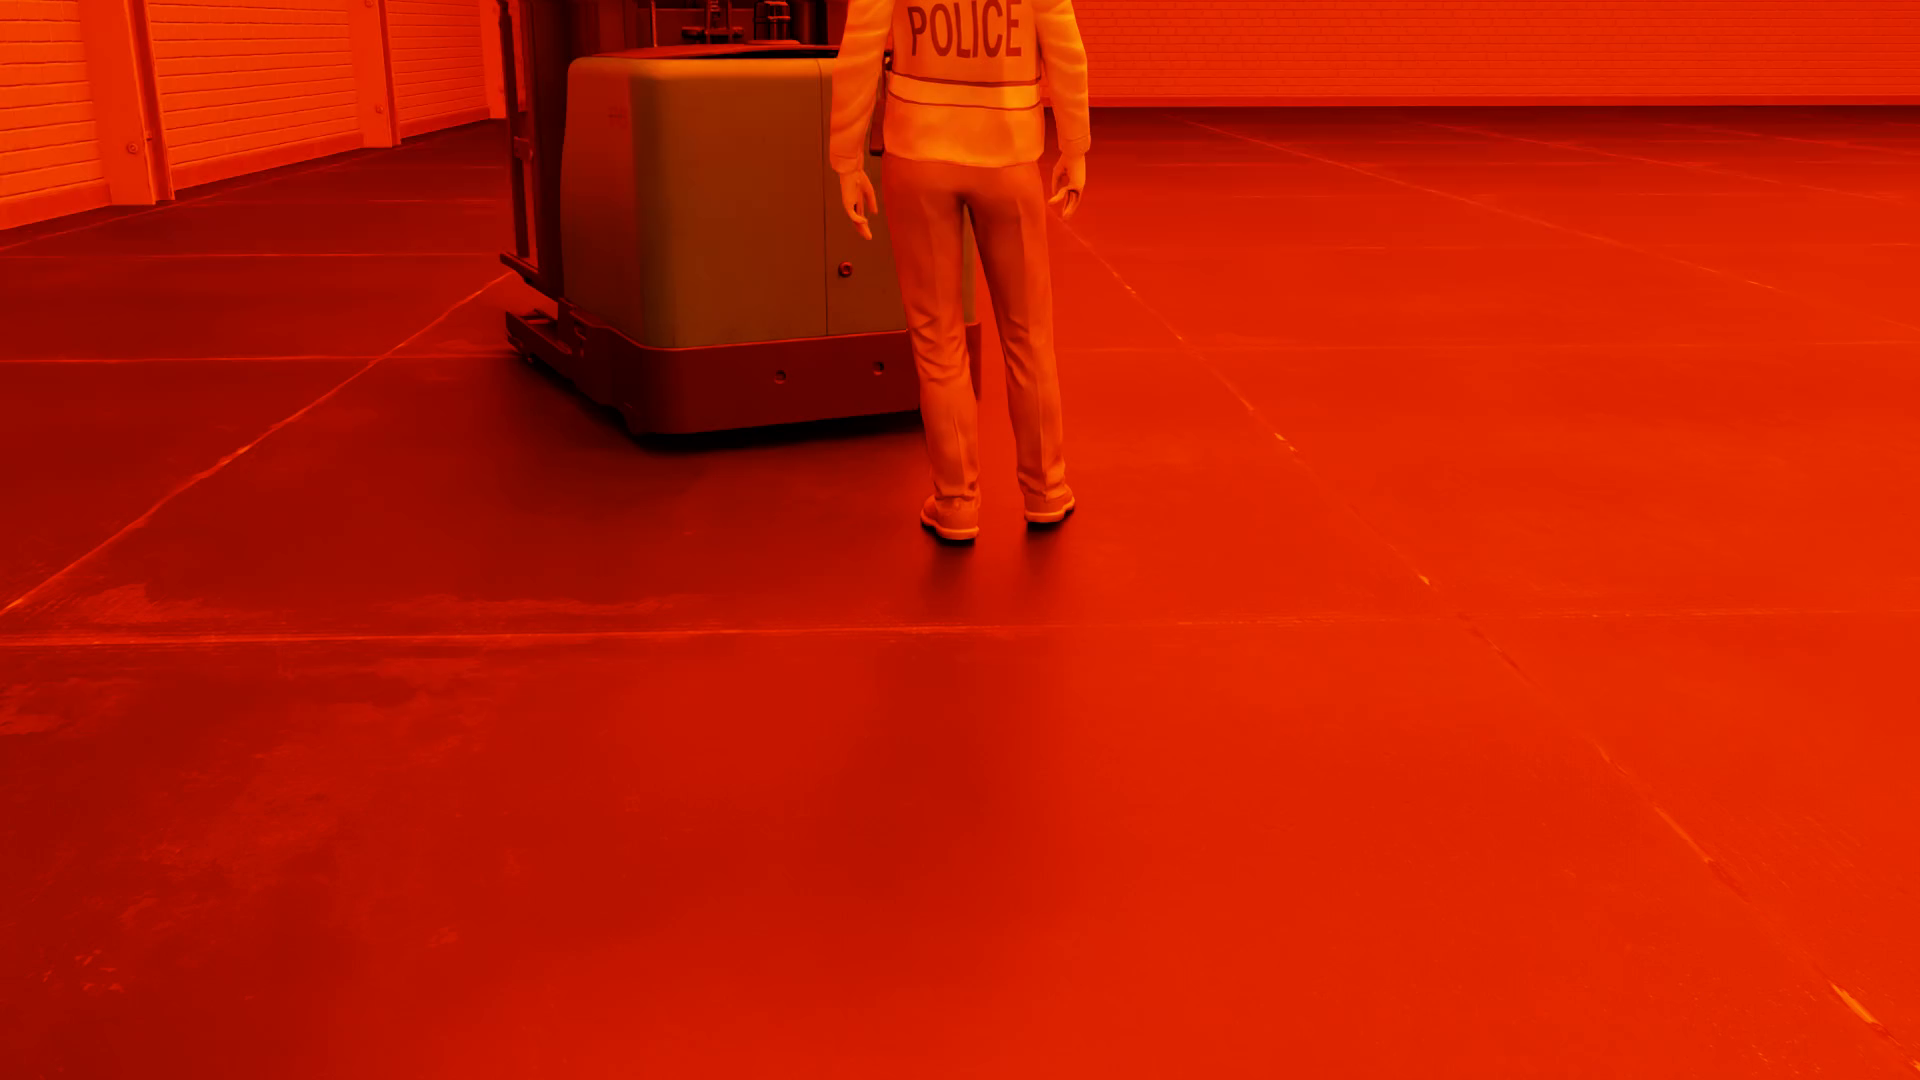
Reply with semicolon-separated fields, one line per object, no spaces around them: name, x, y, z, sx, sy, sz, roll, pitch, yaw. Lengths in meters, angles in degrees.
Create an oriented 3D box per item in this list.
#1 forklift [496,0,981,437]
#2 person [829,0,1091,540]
forklift;-1.030;-2.082;5.713;1.130;2.935;3.031;-8;19;-24
person;0.003;-0.837;3.734;0.587;1.695;0.531;-1;17;-3
